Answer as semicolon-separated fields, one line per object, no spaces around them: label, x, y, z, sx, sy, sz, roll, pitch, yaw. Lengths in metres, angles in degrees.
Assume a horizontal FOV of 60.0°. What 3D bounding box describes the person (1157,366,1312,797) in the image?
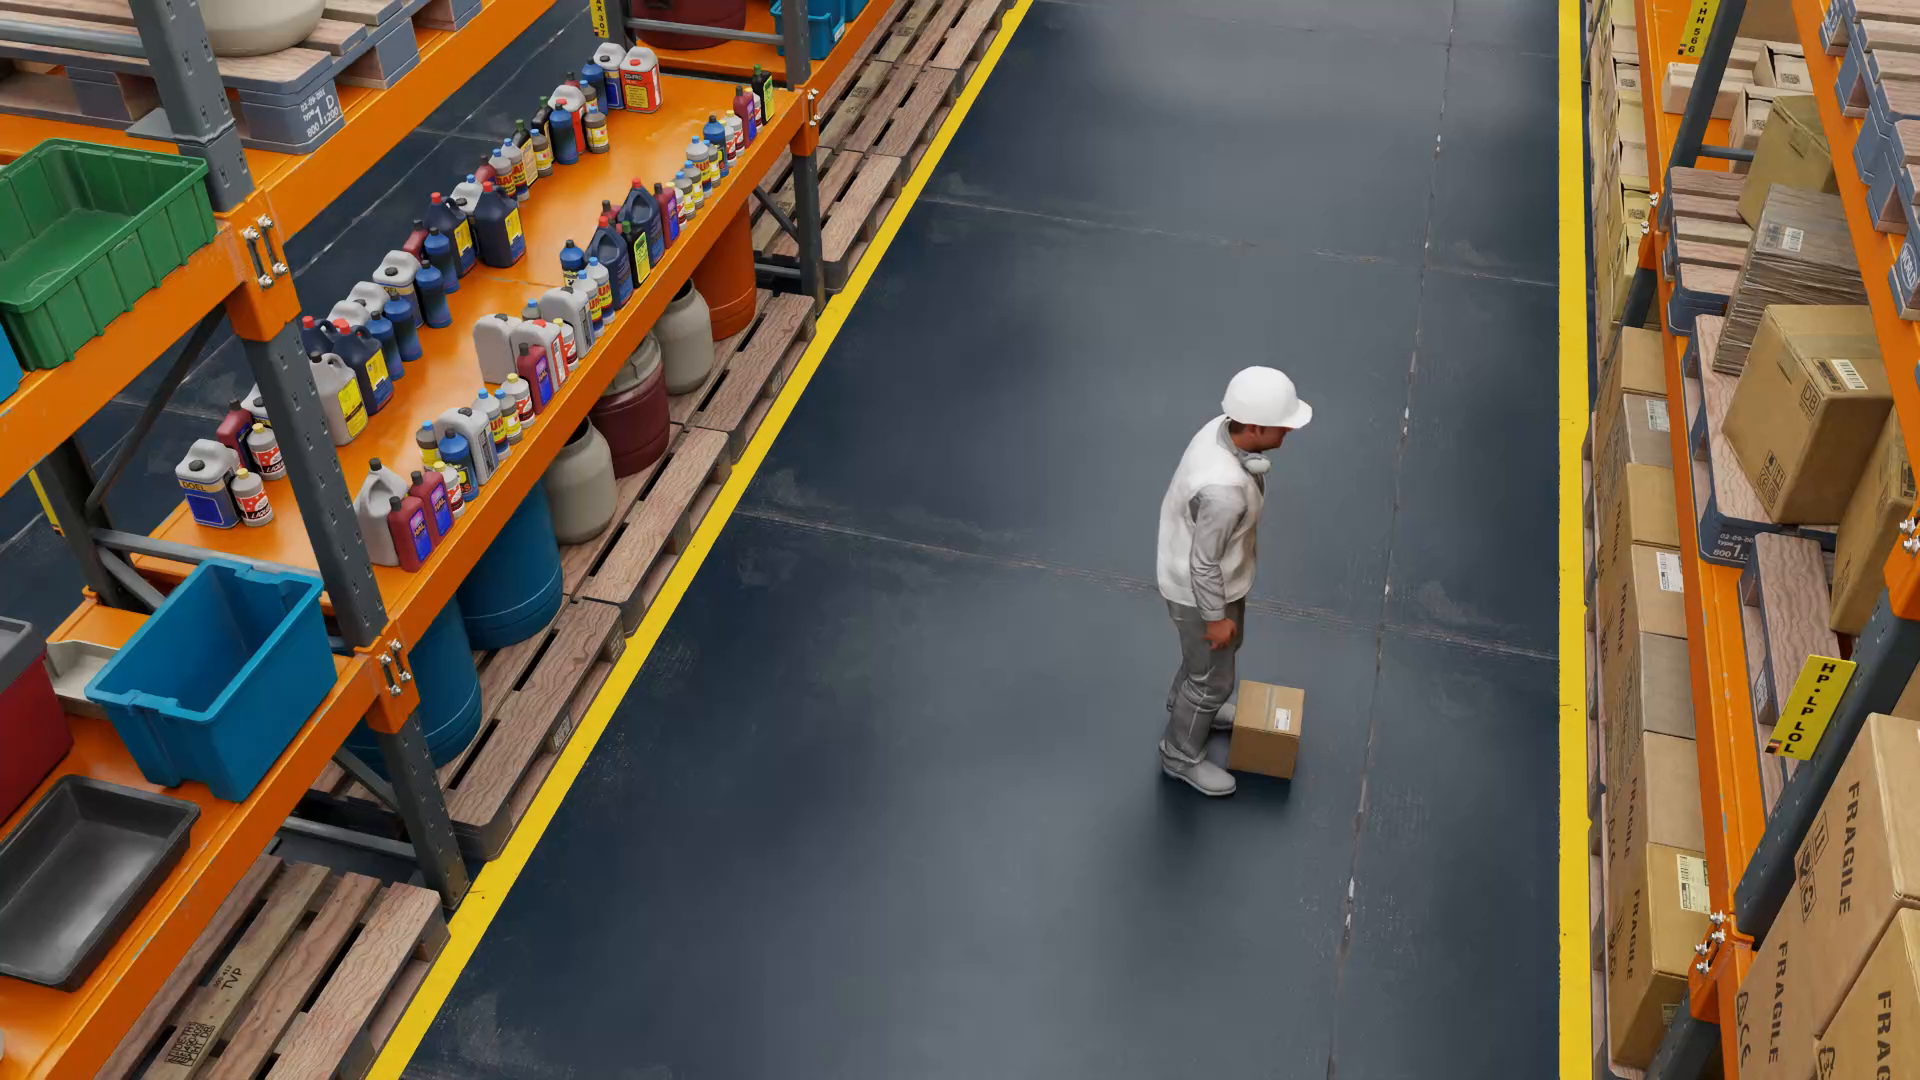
person;0.932;0.123;5.994;0.460;1.772;0.581;10;42;12
